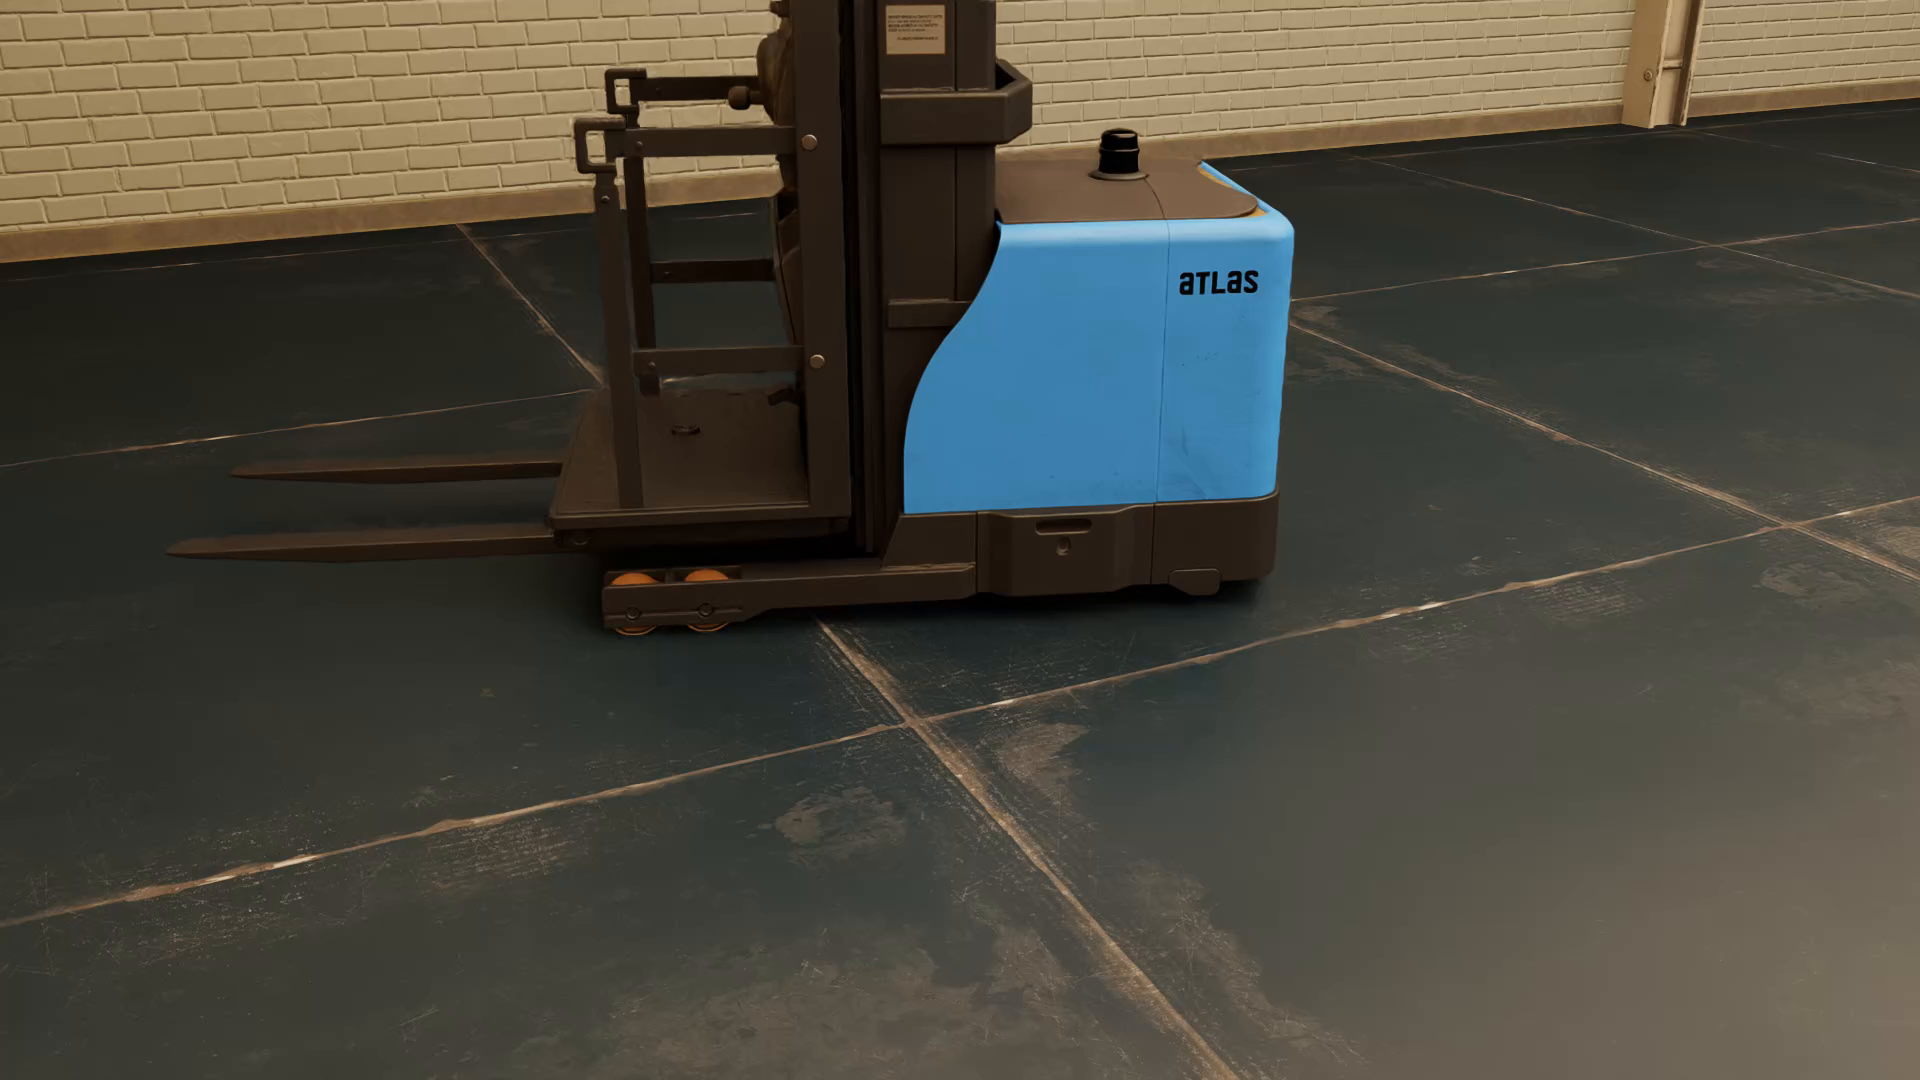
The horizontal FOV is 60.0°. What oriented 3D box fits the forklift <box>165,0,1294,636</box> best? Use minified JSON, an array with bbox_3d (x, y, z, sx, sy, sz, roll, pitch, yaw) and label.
[{"bbox_3d":[-0.662,-1.309,4.438,3.031,2.935,1.130,-3,23,-6],"label":"forklift"}]
